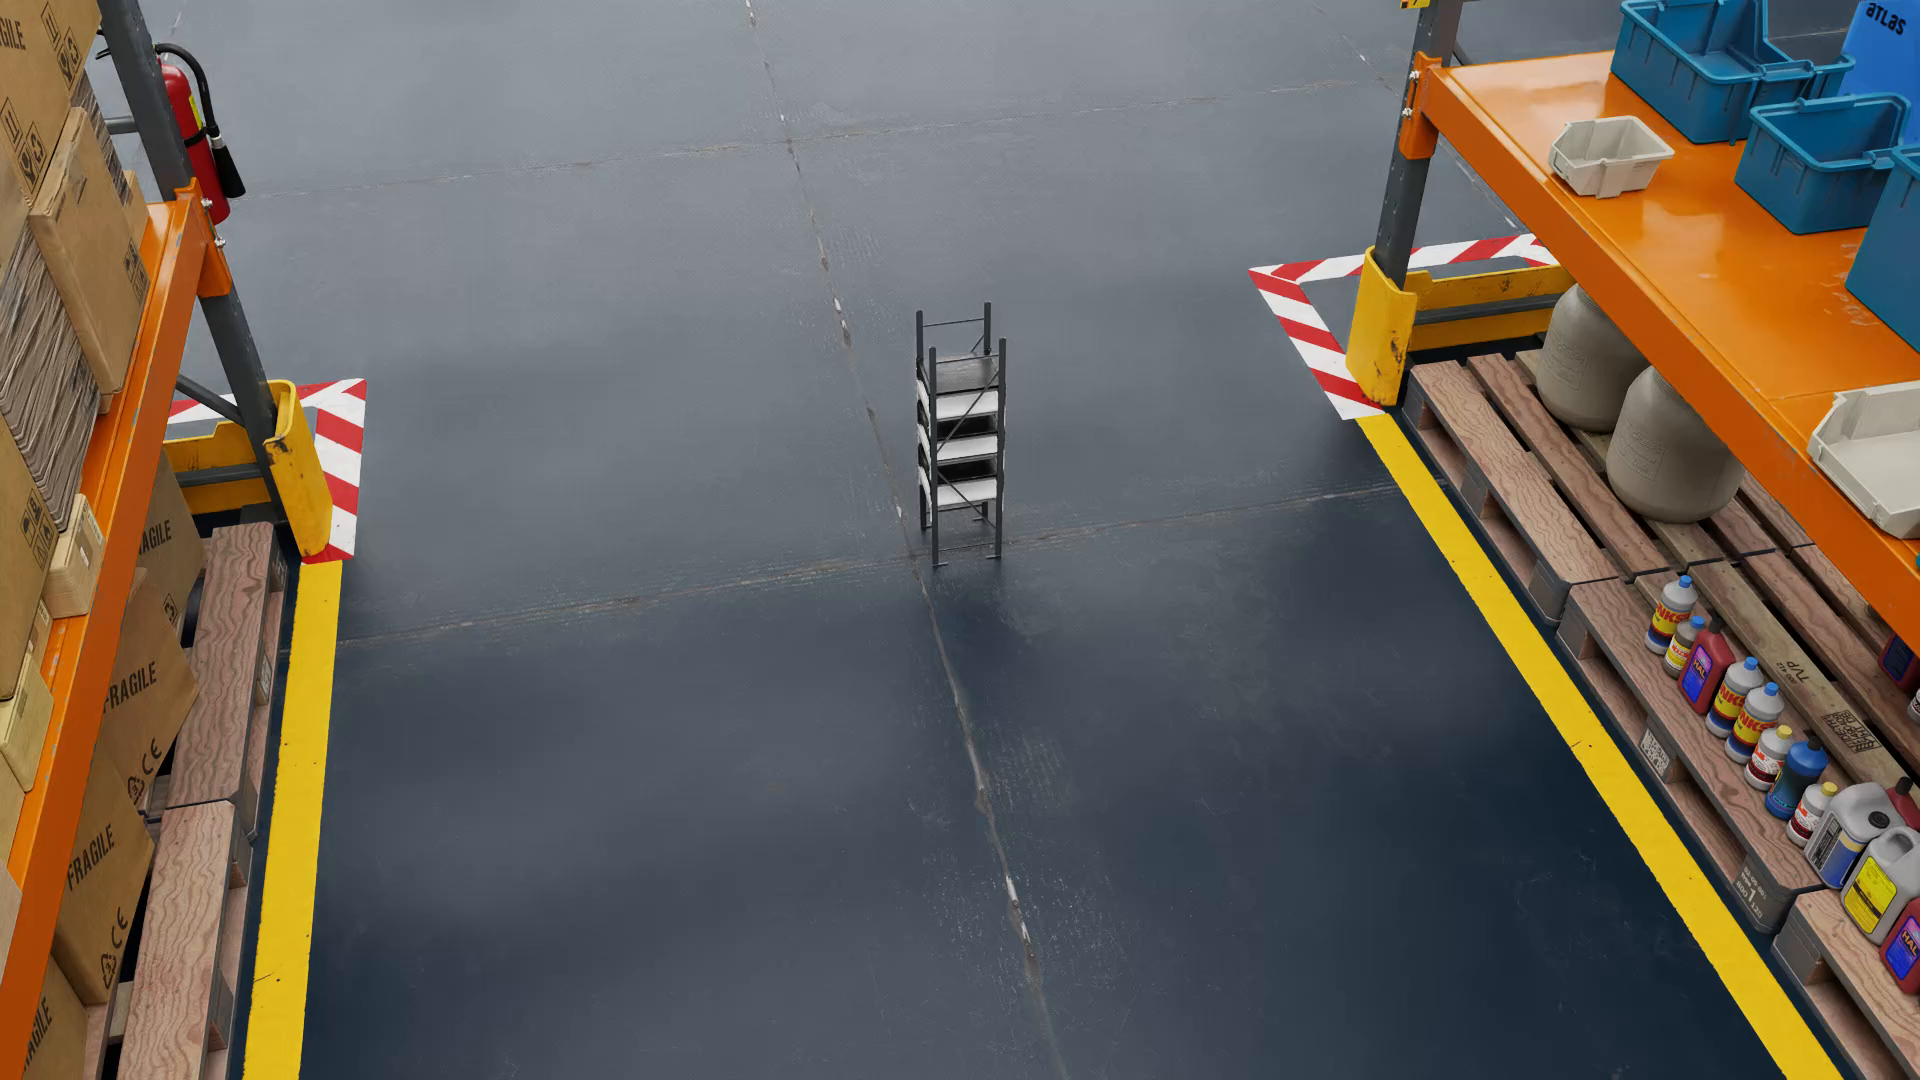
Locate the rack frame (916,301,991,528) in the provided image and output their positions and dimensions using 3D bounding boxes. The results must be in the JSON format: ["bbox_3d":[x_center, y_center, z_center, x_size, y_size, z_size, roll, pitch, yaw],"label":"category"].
[{"bbox_3d":[-0.020,-0.397,5.520,0.240,0.900,0.006,-8,42,-9],"label":"rack frame"}]

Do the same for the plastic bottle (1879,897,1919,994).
[{"bbox_3d":[2.372,0.983,4.097,0.061,0.283,0.133,-6,42,-6],"label":"plastic bottle"}]

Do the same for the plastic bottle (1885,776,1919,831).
[{"bbox_3d":[2.450,0.752,4.358,0.061,0.283,0.133,-8,42,-9],"label":"plastic bottle"}]

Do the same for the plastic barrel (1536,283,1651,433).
[{"bbox_3d":[2.263,-0.672,5.805,0.421,0.512,0.421,0,42,0],"label":"plastic barrel"}]

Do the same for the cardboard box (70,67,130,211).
[{"bbox_3d":[-2.698,-0.939,4.249,0.875,0.500,0.500,-8,42,-9],"label":"cardboard box"}]

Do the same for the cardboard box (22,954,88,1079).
[{"bbox_3d":[-2.316,1.193,3.713,0.500,0.500,0.500,-12,43,-13],"label":"cardboard box"}]

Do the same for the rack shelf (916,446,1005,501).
[{"bbox_3d":[0.002,-0.239,5.527,0.258,0.077,0.200,-8,42,-9],"label":"rack shelf"}]

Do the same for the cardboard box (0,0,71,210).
[{"bbox_3d":[-2.317,-1.029,3.597,0.500,0.500,0.500,-8,42,-9],"label":"cardboard box"}]

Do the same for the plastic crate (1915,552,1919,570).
[{"bbox_3d":[2.405,0.109,3.479,0.499,0.251,0.616,-8,42,-9],"label":"plastic crate"}]

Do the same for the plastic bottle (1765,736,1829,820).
[{"bbox_3d":[2.272,0.634,4.501,0.097,0.271,0.097,0,42,0],"label":"plastic bottle"}]

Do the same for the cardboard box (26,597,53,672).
[{"bbox_3d":[-2.115,0.228,3.423,0.380,0.149,0.250,-8,42,-9],"label":"cardboard box"}]

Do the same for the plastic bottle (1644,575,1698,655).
[{"bbox_3d":[2.133,0.215,4.972,0.097,0.271,0.097,0,42,0],"label":"plastic bottle"}]

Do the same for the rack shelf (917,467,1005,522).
[{"bbox_3d":[0.002,-0.172,5.587,0.258,0.077,0.200,-8,42,-9],"label":"rack shelf"}]

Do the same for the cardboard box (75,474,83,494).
[{"bbox_3d":[-2.241,-0.094,3.785,0.380,0.149,0.250,-8,42,-9],"label":"cardboard box"}]

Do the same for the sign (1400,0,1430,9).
[{"bbox_3d":[1.508,-1.888,5.409,0.100,0.325,0.005,-8,42,-9],"label":"sign"}]

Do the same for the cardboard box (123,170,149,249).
[{"bbox_3d":[-2.527,-0.902,4.696,0.380,0.149,0.250,-8,42,-9],"label":"cardboard box"}]

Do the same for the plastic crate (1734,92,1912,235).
[{"bbox_3d":[2.581,-1.102,4.843,0.499,0.251,0.408,-8,42,-9],"label":"plastic crate"}]

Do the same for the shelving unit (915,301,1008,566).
[{"bbox_3d":[0.002,-0.331,5.445,0.258,0.900,0.210,-8,42,-9],"label":"shelving unit"}]

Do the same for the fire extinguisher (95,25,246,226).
[{"bbox_3d":[-2.365,-1.262,4.971,0.296,0.674,0.183,-8,42,-9],"label":"fire extinguisher"}]

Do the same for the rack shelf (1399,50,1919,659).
[{"bbox_3d":[2.478,-0.295,4.365,1.077,0.370,4.000,-8,42,-9],"label":"rack shelf"}]

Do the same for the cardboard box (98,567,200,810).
[{"bbox_3d":[-2.509,0.417,4.588,0.500,0.500,0.500,2,42,2],"label":"cardboard box"}]

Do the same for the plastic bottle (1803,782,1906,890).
[{"bbox_3d":[2.346,0.771,4.343,0.152,0.276,0.135,-8,42,-8],"label":"plastic bottle"}]

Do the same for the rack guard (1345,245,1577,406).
[{"bbox_3d":[2.108,-0.883,6.368,1.175,0.500,0.348,-8,42,-9],"label":"rack guard"}]

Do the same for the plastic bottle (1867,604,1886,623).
[{"bbox_3d":[2.870,0.149,5.099,0.097,0.201,0.097,0,42,0],"label":"plastic bottle"}]

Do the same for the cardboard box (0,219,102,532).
[{"bbox_3d":[-2.408,-0.302,3.531,0.875,0.500,0.500,-8,42,-9],"label":"cardboard box"}]

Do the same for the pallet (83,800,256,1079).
[{"bbox_3d":[-2.373,1.262,4.169,1.003,0.211,1.213,-8,42,-9],"label":"pallet"}]

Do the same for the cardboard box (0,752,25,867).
[{"bbox_3d":[-1.974,0.547,3.064,0.380,0.149,0.250,-8,42,-9],"label":"cardboard box"}]

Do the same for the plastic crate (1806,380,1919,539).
[{"bbox_3d":[2.311,-0.185,3.898,0.530,0.136,0.437,-8,42,-9],"label":"plastic crate"}]

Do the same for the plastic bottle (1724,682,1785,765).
[{"bbox_3d":[2.228,0.502,4.649,0.097,0.271,0.097,0,42,0],"label":"plastic bottle"}]

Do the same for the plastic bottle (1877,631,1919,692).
[{"bbox_3d":[2.794,0.301,4.866,0.061,0.283,0.133,-8,42,-9],"label":"plastic bottle"}]

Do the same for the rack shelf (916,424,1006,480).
[{"bbox_3d":[0.002,-0.306,5.467,0.258,0.077,0.200,-8,42,-9],"label":"rack shelf"}]

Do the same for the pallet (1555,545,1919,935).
[{"bbox_3d":[2.538,0.541,4.981,1.003,0.211,1.213,-8,42,-9],"label":"pallet"}]

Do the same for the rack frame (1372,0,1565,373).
[{"bbox_3d":[2.046,-1.861,5.586,1.000,3.000,0.127,-8,42,-9],"label":"rack frame"}]

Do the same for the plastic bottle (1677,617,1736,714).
[{"bbox_3d":[2.164,0.360,4.800,0.061,0.283,0.133,-8,42,-9],"label":"plastic bottle"}]

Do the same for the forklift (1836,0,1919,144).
[{"bbox_3d":[4.632,-1.815,5.587,1.130,2.935,3.031,-12,43,-13],"label":"forklift"}]
